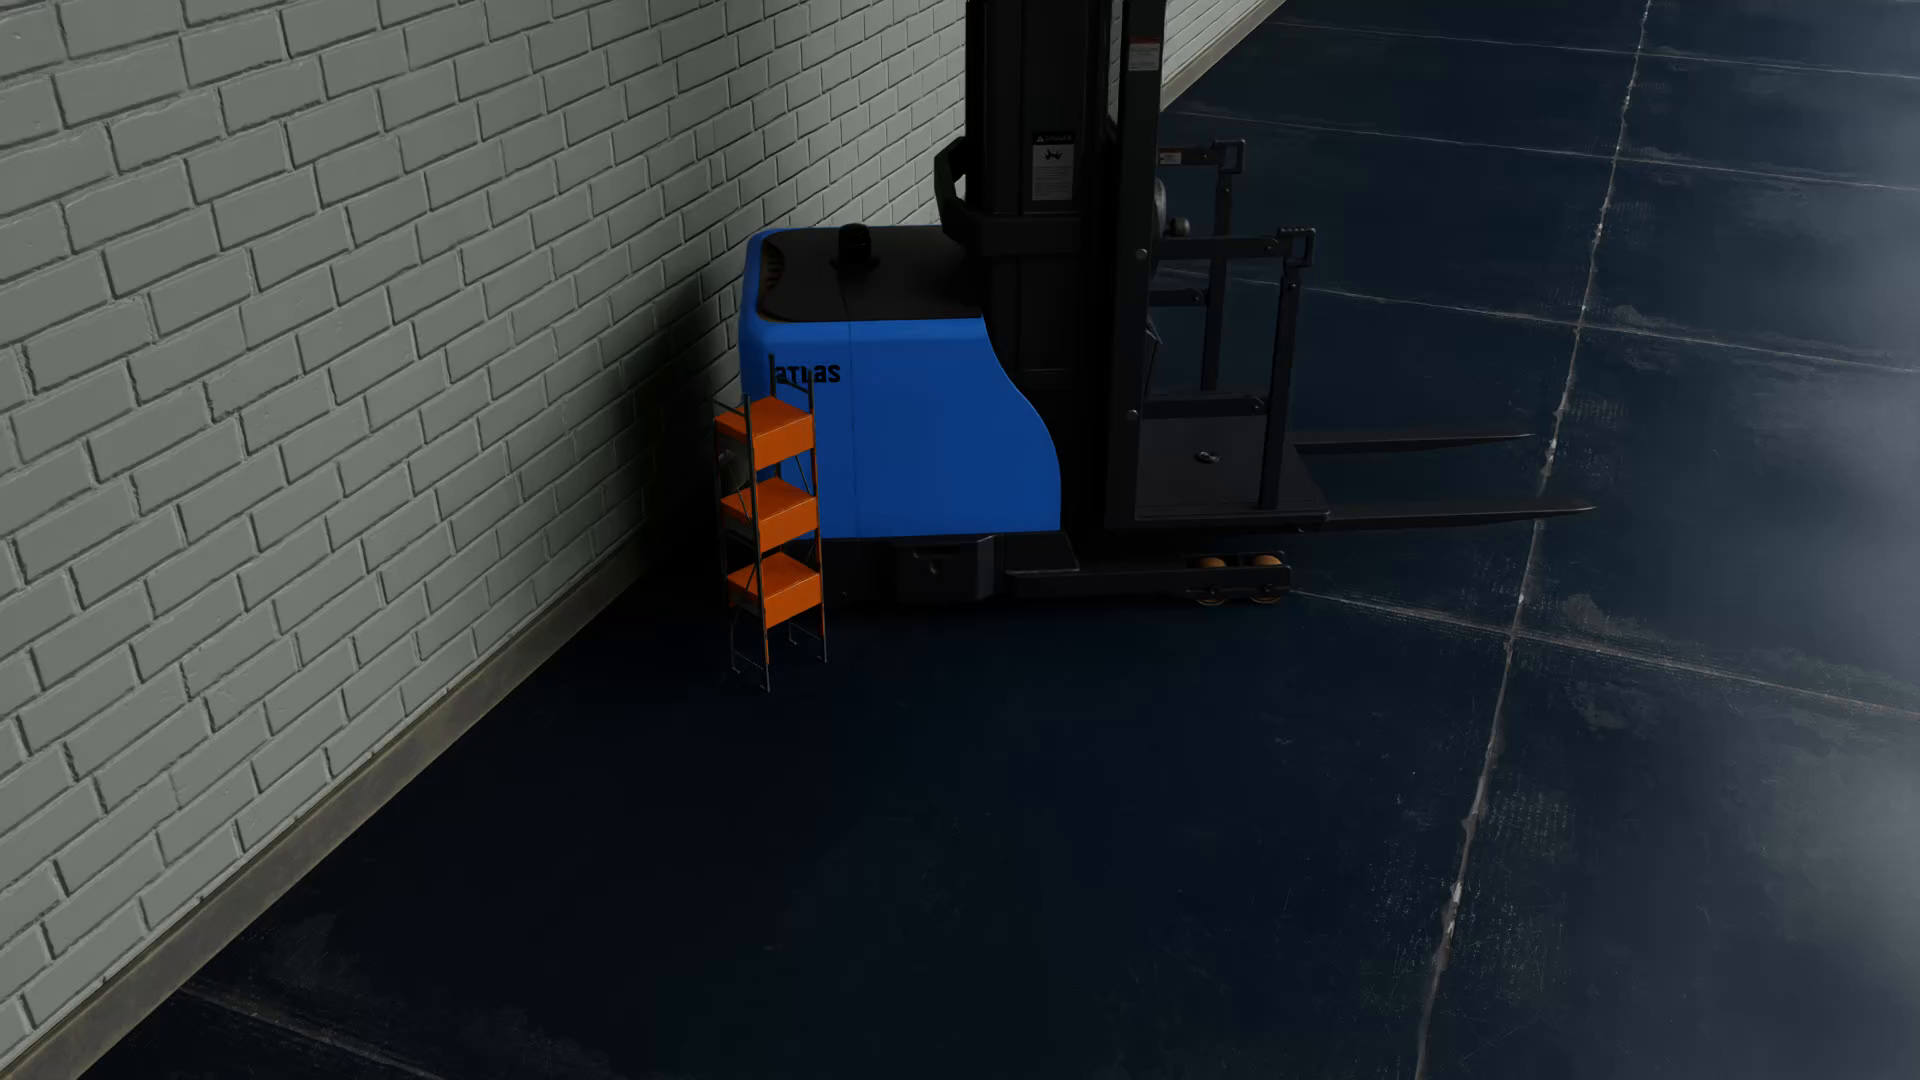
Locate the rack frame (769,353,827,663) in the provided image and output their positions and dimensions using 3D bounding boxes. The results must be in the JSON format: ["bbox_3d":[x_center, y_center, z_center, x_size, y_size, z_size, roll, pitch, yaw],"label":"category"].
[{"bbox_3d":[-0.517,-0.084,5.332,0.200,1.050,0.008,26,39,38],"label":"rack frame"}]

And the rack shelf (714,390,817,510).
[{"bbox_3d":[-0.603,-0.280,5.123,0.215,0.259,0.240,26,39,38],"label":"rack shelf"}]

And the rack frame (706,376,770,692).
[{"bbox_3d":[-0.689,0.001,5.182,0.200,1.050,0.008,26,39,38],"label":"rack frame"}]

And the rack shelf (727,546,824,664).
[{"bbox_3d":[-0.603,0.209,5.399,0.215,0.259,0.240,26,39,38],"label":"rack shelf"}]

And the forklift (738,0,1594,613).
[{"bbox_3d":[0.754,-1.304,5.578,3.031,2.935,1.130,-2,30,-4],"label":"forklift"}]

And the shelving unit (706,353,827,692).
[{"bbox_3d":[-0.603,-0.042,5.257,0.215,1.050,0.252,26,39,38],"label":"shelving unit"}]

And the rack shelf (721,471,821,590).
[{"bbox_3d":[-0.603,-0.033,5.262,0.215,0.259,0.240,26,39,38],"label":"rack shelf"}]
